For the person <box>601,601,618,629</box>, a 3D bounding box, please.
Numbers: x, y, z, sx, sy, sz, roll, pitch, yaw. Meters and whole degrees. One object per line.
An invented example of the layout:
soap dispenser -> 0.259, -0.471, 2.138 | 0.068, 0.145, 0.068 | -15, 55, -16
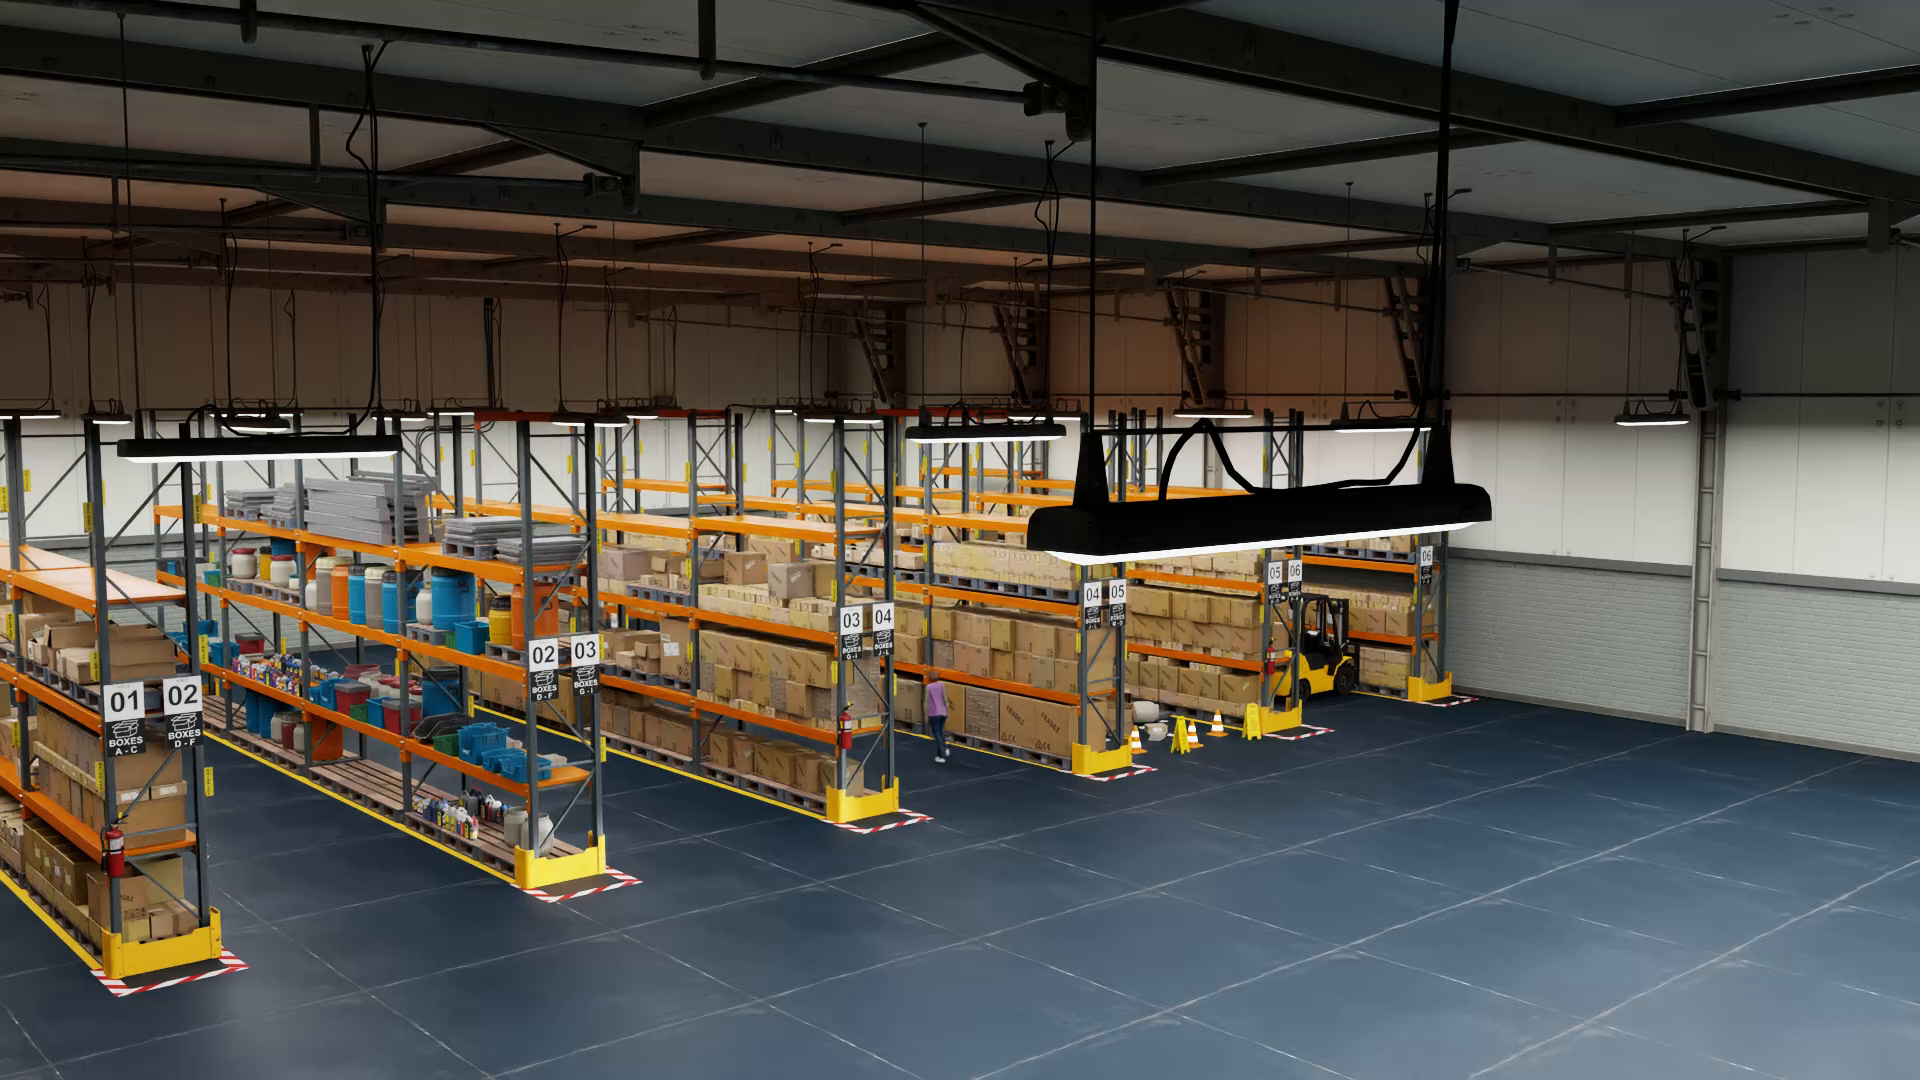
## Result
person -> -9.077, 1.621, 43.444 | 0.532, 1.774, 0.766 | 1, 5, 8

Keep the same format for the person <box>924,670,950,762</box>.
person -> -0.388, 3.019, 28.588 | 0.456, 1.586, 0.441 | -3, 6, -35
